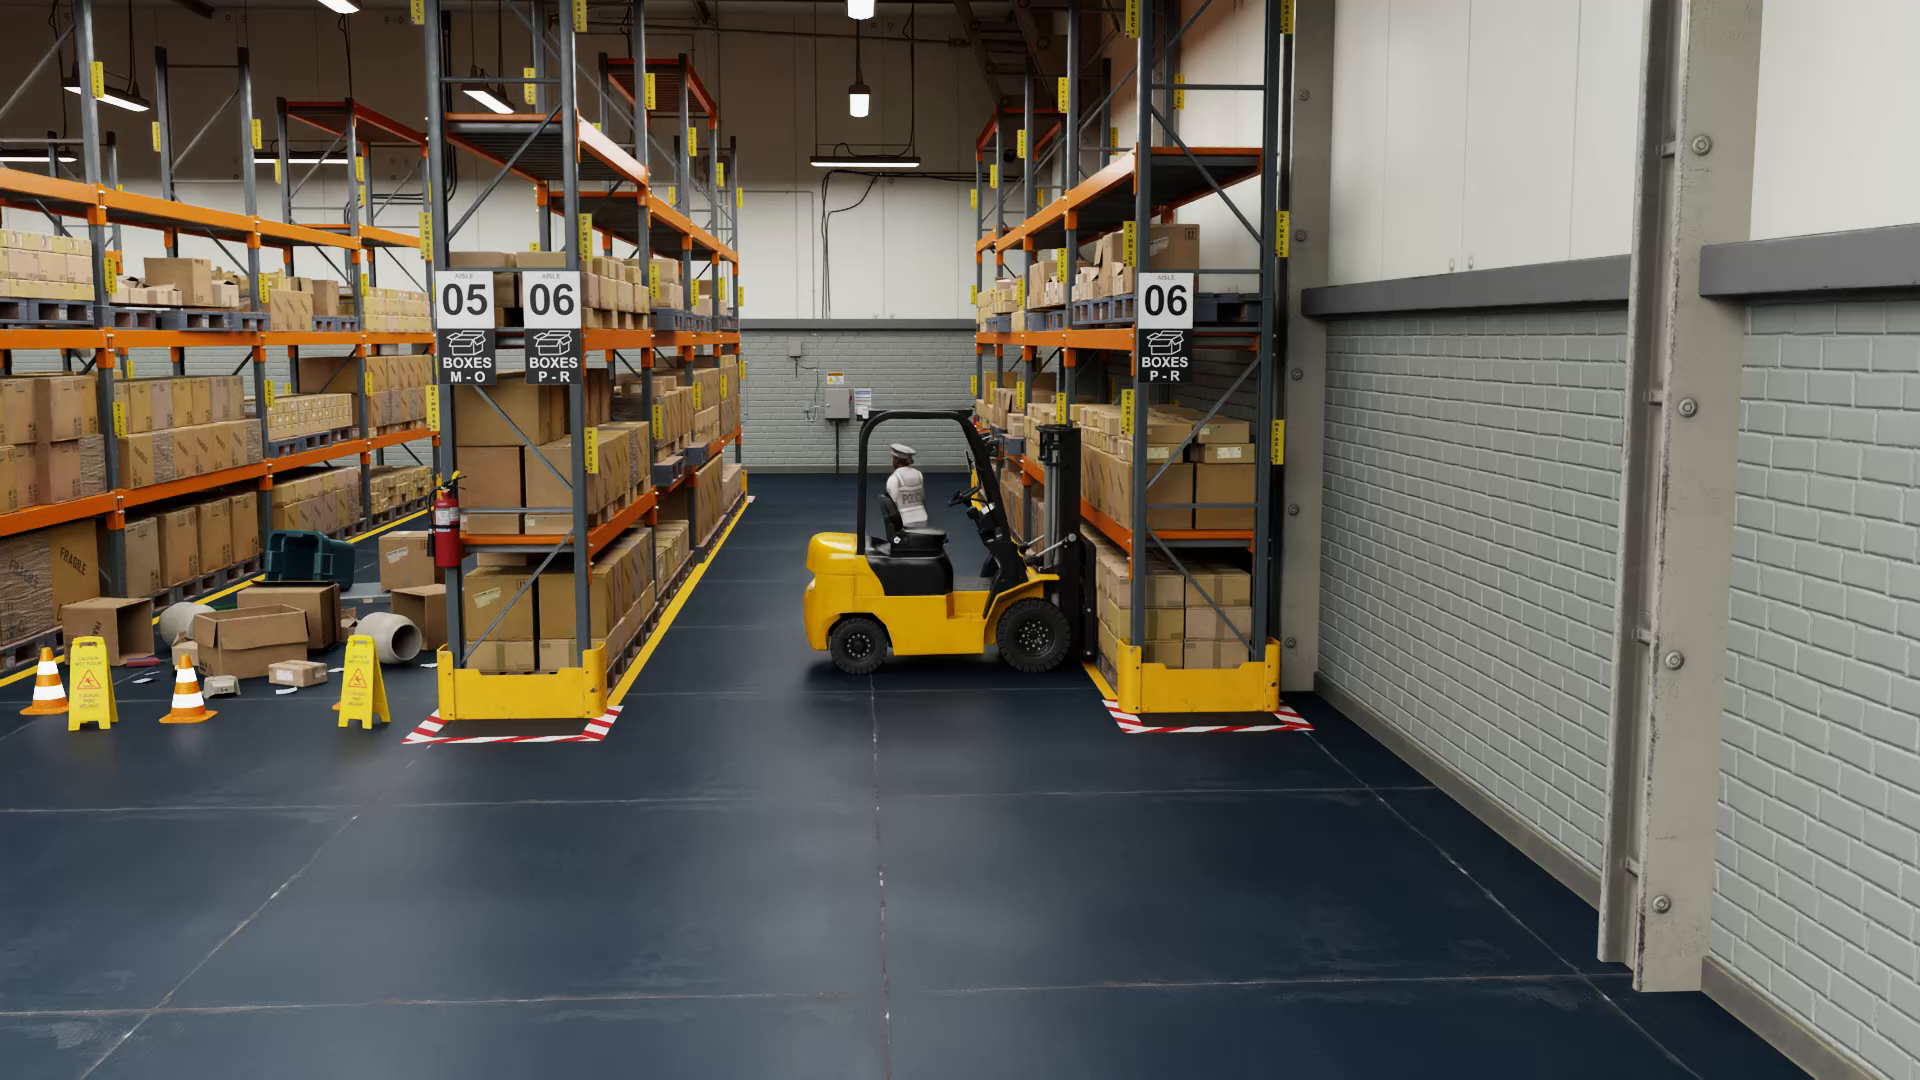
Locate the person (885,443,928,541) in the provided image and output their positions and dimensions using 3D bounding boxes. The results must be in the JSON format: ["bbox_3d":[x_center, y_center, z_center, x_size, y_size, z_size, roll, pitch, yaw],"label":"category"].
[{"bbox_3d":[-0.486,-0.126,16.575,0.554,1.671,0.465,-7,10,-43],"label":"person"}]
